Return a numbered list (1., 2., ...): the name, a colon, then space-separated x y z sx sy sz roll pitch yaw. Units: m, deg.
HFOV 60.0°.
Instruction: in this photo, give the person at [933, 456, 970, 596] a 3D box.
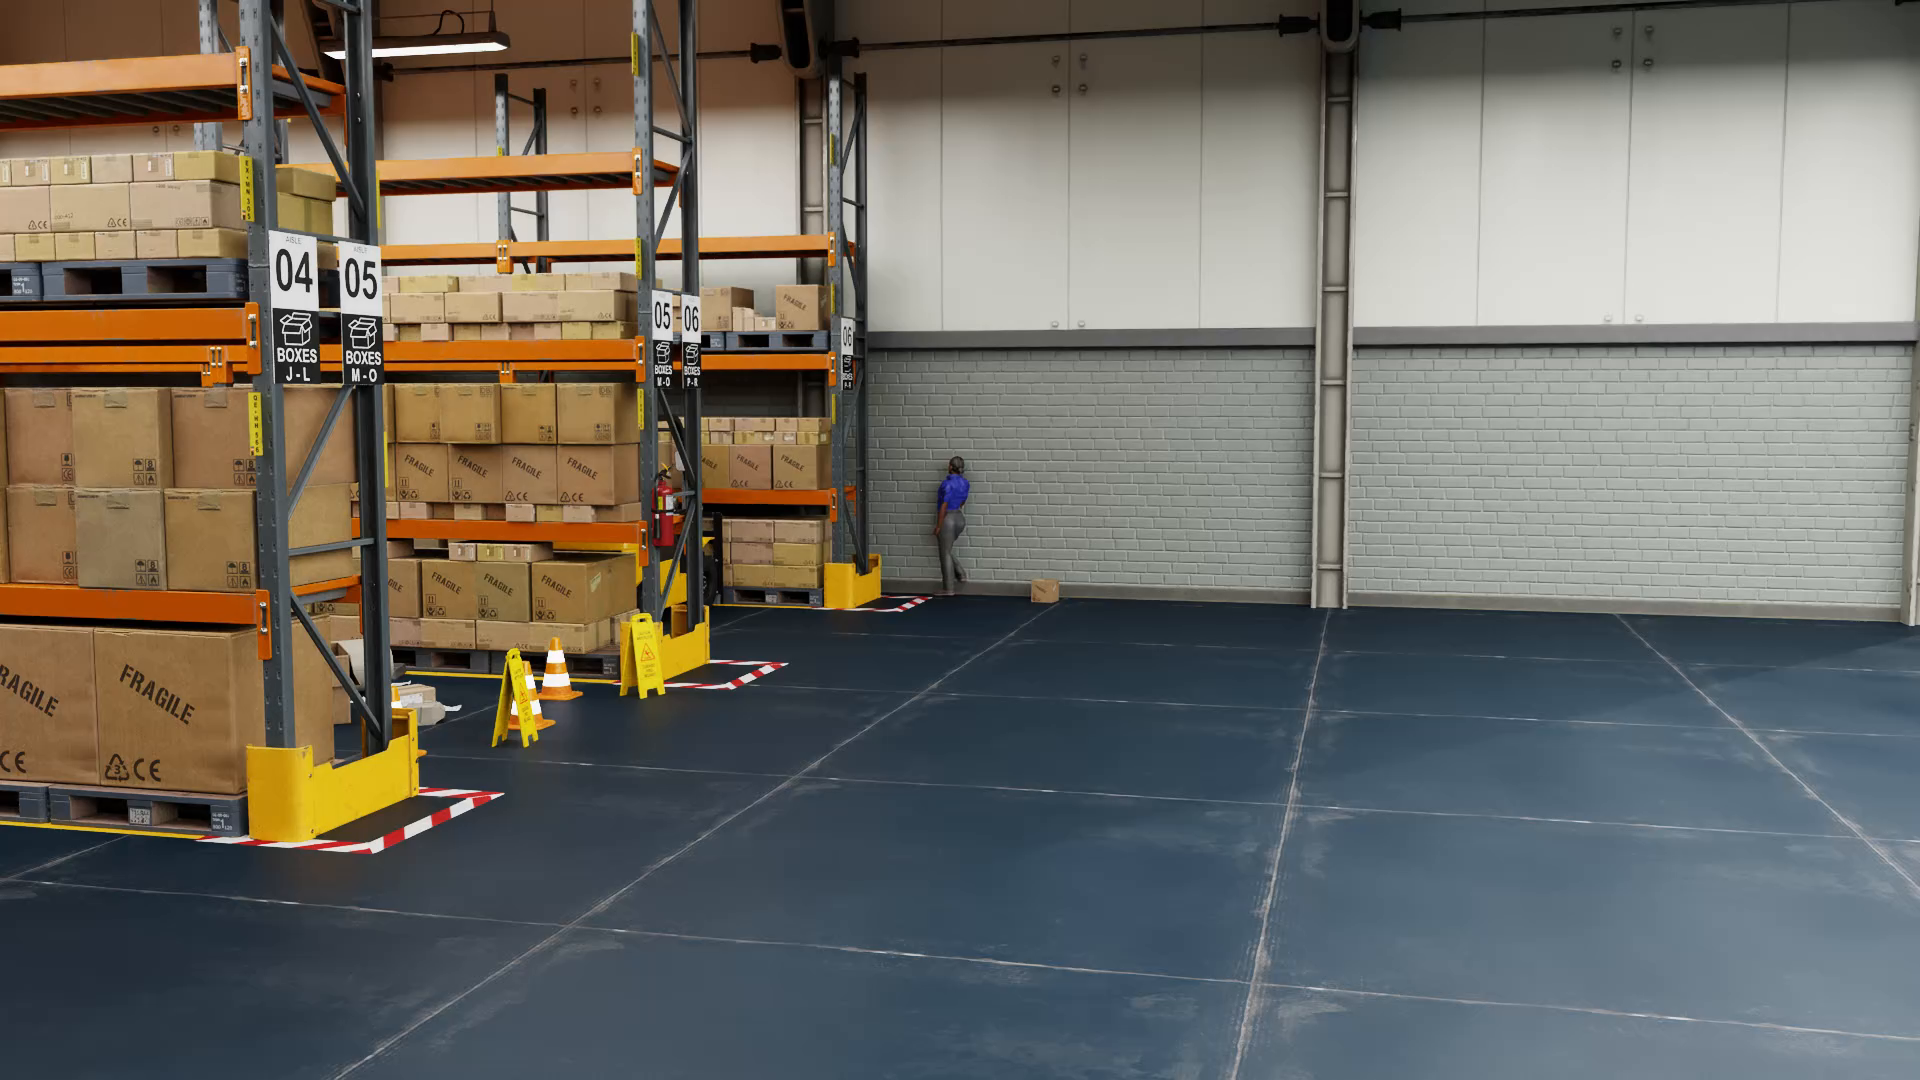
1. person: -0.125 -0.168 19.595 0.510 1.641 0.450 5 7 43
